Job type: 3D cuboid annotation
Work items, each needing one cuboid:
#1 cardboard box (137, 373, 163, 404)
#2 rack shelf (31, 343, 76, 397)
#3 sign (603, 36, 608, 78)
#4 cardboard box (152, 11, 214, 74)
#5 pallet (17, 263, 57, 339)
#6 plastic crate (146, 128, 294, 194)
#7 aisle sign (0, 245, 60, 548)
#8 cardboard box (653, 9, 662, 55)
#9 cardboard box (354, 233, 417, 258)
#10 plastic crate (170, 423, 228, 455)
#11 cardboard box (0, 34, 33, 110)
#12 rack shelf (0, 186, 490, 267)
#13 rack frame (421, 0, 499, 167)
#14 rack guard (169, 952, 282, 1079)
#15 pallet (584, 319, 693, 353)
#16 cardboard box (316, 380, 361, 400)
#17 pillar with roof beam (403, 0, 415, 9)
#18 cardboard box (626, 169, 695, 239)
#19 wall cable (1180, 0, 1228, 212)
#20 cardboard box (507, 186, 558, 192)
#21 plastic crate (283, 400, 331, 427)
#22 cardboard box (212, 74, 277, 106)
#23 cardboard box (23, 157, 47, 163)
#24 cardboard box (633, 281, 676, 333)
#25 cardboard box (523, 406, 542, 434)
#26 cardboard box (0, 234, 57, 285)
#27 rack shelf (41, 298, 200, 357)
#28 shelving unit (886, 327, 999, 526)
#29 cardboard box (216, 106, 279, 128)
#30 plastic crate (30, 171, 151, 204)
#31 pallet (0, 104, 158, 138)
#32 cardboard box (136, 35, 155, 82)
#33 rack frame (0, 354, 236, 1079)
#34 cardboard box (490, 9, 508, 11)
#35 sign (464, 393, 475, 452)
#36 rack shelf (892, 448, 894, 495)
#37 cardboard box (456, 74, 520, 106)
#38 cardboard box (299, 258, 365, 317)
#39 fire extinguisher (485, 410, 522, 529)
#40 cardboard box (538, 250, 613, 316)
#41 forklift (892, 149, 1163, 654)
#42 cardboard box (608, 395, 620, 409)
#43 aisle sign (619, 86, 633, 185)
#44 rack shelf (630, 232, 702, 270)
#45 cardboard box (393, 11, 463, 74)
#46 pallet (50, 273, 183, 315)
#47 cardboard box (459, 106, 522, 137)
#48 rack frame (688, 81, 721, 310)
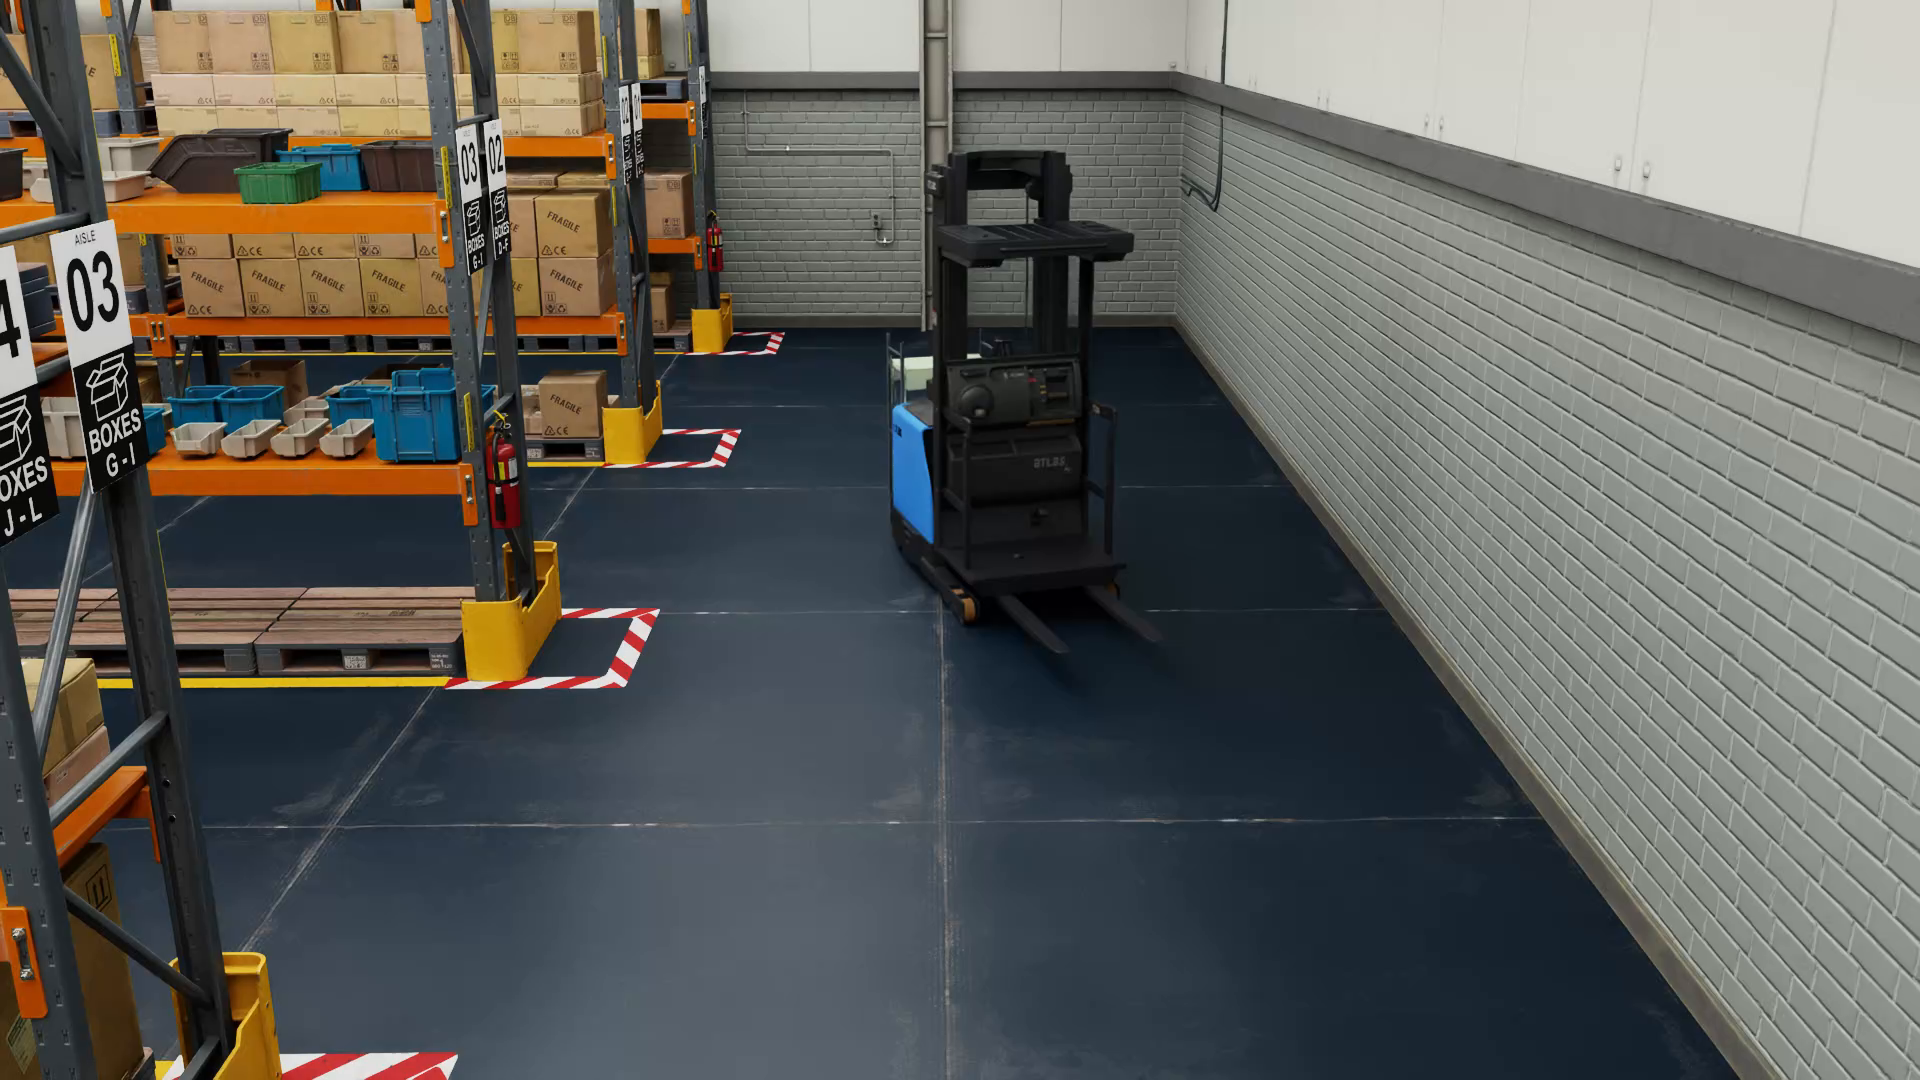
[{"bbox_3d":[-7.377,-1.182,14.694,0.500,0.500,0.500,0,18,-1],"label":"cardboard box"},{"bbox_3d":[-4.735,-0.323,4.910,4.000,0.370,1.077,0,18,-1],"label":"rack shelf"},{"bbox_3d":[-2.900,-3.952,13.598,0.005,0.325,0.100,0,18,-1],"label":"sign"},{"bbox_3d":[-6.402,-4.219,14.077,0.500,0.500,0.700,0,18,-1],"label":"cardboard box"},{"bbox_3d":[-3.477,-0.626,4.822,1.213,0.211,1.003,0,18,-1],"label":"pallet"},{"bbox_3d":[-4.346,-2.235,9.794,0.767,0.338,0.504,0,18,-1],"label":"plastic crate"},{"bbox_3d":[-2.659,-0.393,4.606,0.004,0.787,0.394,0,18,-1],"label":"aisle sign"},{"bbox_3d":[-3.704,-5.817,19.026,0.500,0.500,0.500,-1,18,-3],"label":"cardboard box"},{"bbox_3d":[-4.866,-2.701,14.255,0.500,0.500,0.500,0,18,1],"label":"cardboard box"},{"bbox_3d":[-4.490,-0.590,9.810,0.250,0.136,0.298,0,18,-1],"label":"plastic crate"},{"bbox_3d":[-8.061,-3.986,14.138,0.600,0.600,0.600,0,18,-1],"label":"cardboard box"},{"bbox_3d":[-4.814,-1.835,9.625,4.000,0.370,1.077,0,18,-1],"label":"rack shelf"},{"bbox_3d":[-2.814,-3.616,9.087,0.127,3.000,1.000,0,18,-1],"label":"rack frame"},{"bbox_3d":[-2.712,1.944,5.670,0.348,0.500,1.175,0,18,-1],"label":"rack guard"},{"bbox_3d":[-3.768,-2.429,19.776,1.213,0.211,1.003,0,18,-1],"label":"pallet"},{"bbox_3d":[-5.573,-1.275,15.293,0.500,0.311,0.500,0,18,-1],"label":"cardboard box"},{"bbox_3d":[-6.216,-5.575,15.195,0.400,9.000,9.100,0,18,-1],"label":"pillar with roof beam"},{"bbox_3d":[-3.480,-3.922,19.373,0.700,0.700,0.980,1,18,2],"label":"cardboard box"},{"bbox_3d":[2.691,-5.081,18.739,0.112,2.526,3.097,0,18,-1],"label":"wall cable"},{"bbox_3d":[-3.859,-2.869,14.781,0.500,0.500,0.500,0,18,0],"label":"cardboard box"},{"bbox_3d":[-4.066,-0.782,10.408,0.298,0.136,0.250,0,18,-1],"label":"plastic crate"},{"bbox_3d":[-5.898,-3.777,13.928,0.500,0.250,0.500,0,18,-1],"label":"cardboard box"},{"bbox_3d":[-10.482,-4.226,18.899,0.500,0.250,0.500,0,18,0],"label":"cardboard box"},{"bbox_3d":[-3.669,-2.761,19.648,0.500,0.500,0.700,0,18,-1],"label":"cardboard box"},{"bbox_3d":[-3.834,-1.080,14.922,0.250,0.166,0.380,0,18,-1],"label":"cardboard box"},{"bbox_3d":[-8.052,-2.544,14.715,0.500,0.500,0.700,3,18,8],"label":"cardboard box"},{"bbox_3d":[-8.888,-1.901,14.740,4.000,0.370,1.077,0,18,-1],"label":"rack shelf"},{"bbox_3d":[-0.132,-0.818,12.642,0.755,1.500,0.431,-6,19,-17],"label":"shelving unit"},{"bbox_3d":[-5.898,-3.538,14.000,0.500,0.250,0.500,0,18,-1],"label":"cardboard box"},{"bbox_3d":[-4.876,-1.976,9.319,0.530,0.136,0.437,0,18,-1],"label":"plastic crate"},{"bbox_3d":[-7.541,-3.610,14.287,1.003,0.211,1.213,0,18,-1],"label":"pallet"},{"bbox_3d":[-9.403,-5.469,18.891,0.500,0.500,0.700,1,18,2],"label":"cardboard box"},{"bbox_3d":[-2.736,0.753,5.288,0.127,3.000,1.000,0,18,-1],"label":"rack frame"},{"bbox_3d":[-5.245,-5.654,18.517,0.500,0.500,0.500,0,18,-1],"label":"cardboard box"},{"bbox_3d":[-2.789,-0.669,9.455,0.005,0.325,0.100,0,18,-1],"label":"sign"},{"bbox_3d":[-0.132,-0.508,12.741,0.720,0.370,0.431,-6,19,-17],"label":"rack shelf"},{"bbox_3d":[-3.898,-3.784,13.950,0.500,0.250,0.500,0,18,-1],"label":"cardboard box"},{"bbox_3d":[-5.362,-2.225,14.409,0.500,0.500,0.500,0,18,-1],"label":"cardboard box"},{"bbox_3d":[-2.656,-0.407,9.642,0.183,0.674,0.296,0,18,-1],"label":"fire extinguisher"},{"bbox_3d":[-3.332,-2.234,14.439,0.500,0.500,0.500,0,18,1],"label":"cardboard box"},{"bbox_3d":[0.431,-0.990,10.834,1.130,2.935,3.031,-6,19,-17],"label":"forklift"},{"bbox_3d":[-3.312,-1.227,15.409,0.250,0.149,0.380,0,18,-1],"label":"cardboard box"},{"bbox_3d":[-2.815,-3.417,14.032,0.004,0.787,0.394,0,18,-1],"label":"aisle sign"},{"bbox_3d":[-4.970,-3.433,19.516,4.000,0.370,1.077,0,18,-1],"label":"rack shelf"},{"bbox_3d":[-4.401,-4.205,14.034,0.500,0.500,0.700,0,18,-1],"label":"cardboard box"},{"bbox_3d":[-7.689,-2.191,14.781,1.213,0.211,1.003,0,18,-1],"label":"pallet"},{"bbox_3d":[-3.898,-3.547,14.029,0.500,0.250,0.500,0,18,-1],"label":"cardboard box"},{"bbox_3d":[-2.970,-3.785,19.436,0.127,3.000,1.000,0,18,-1],"label":"rack frame"}]
